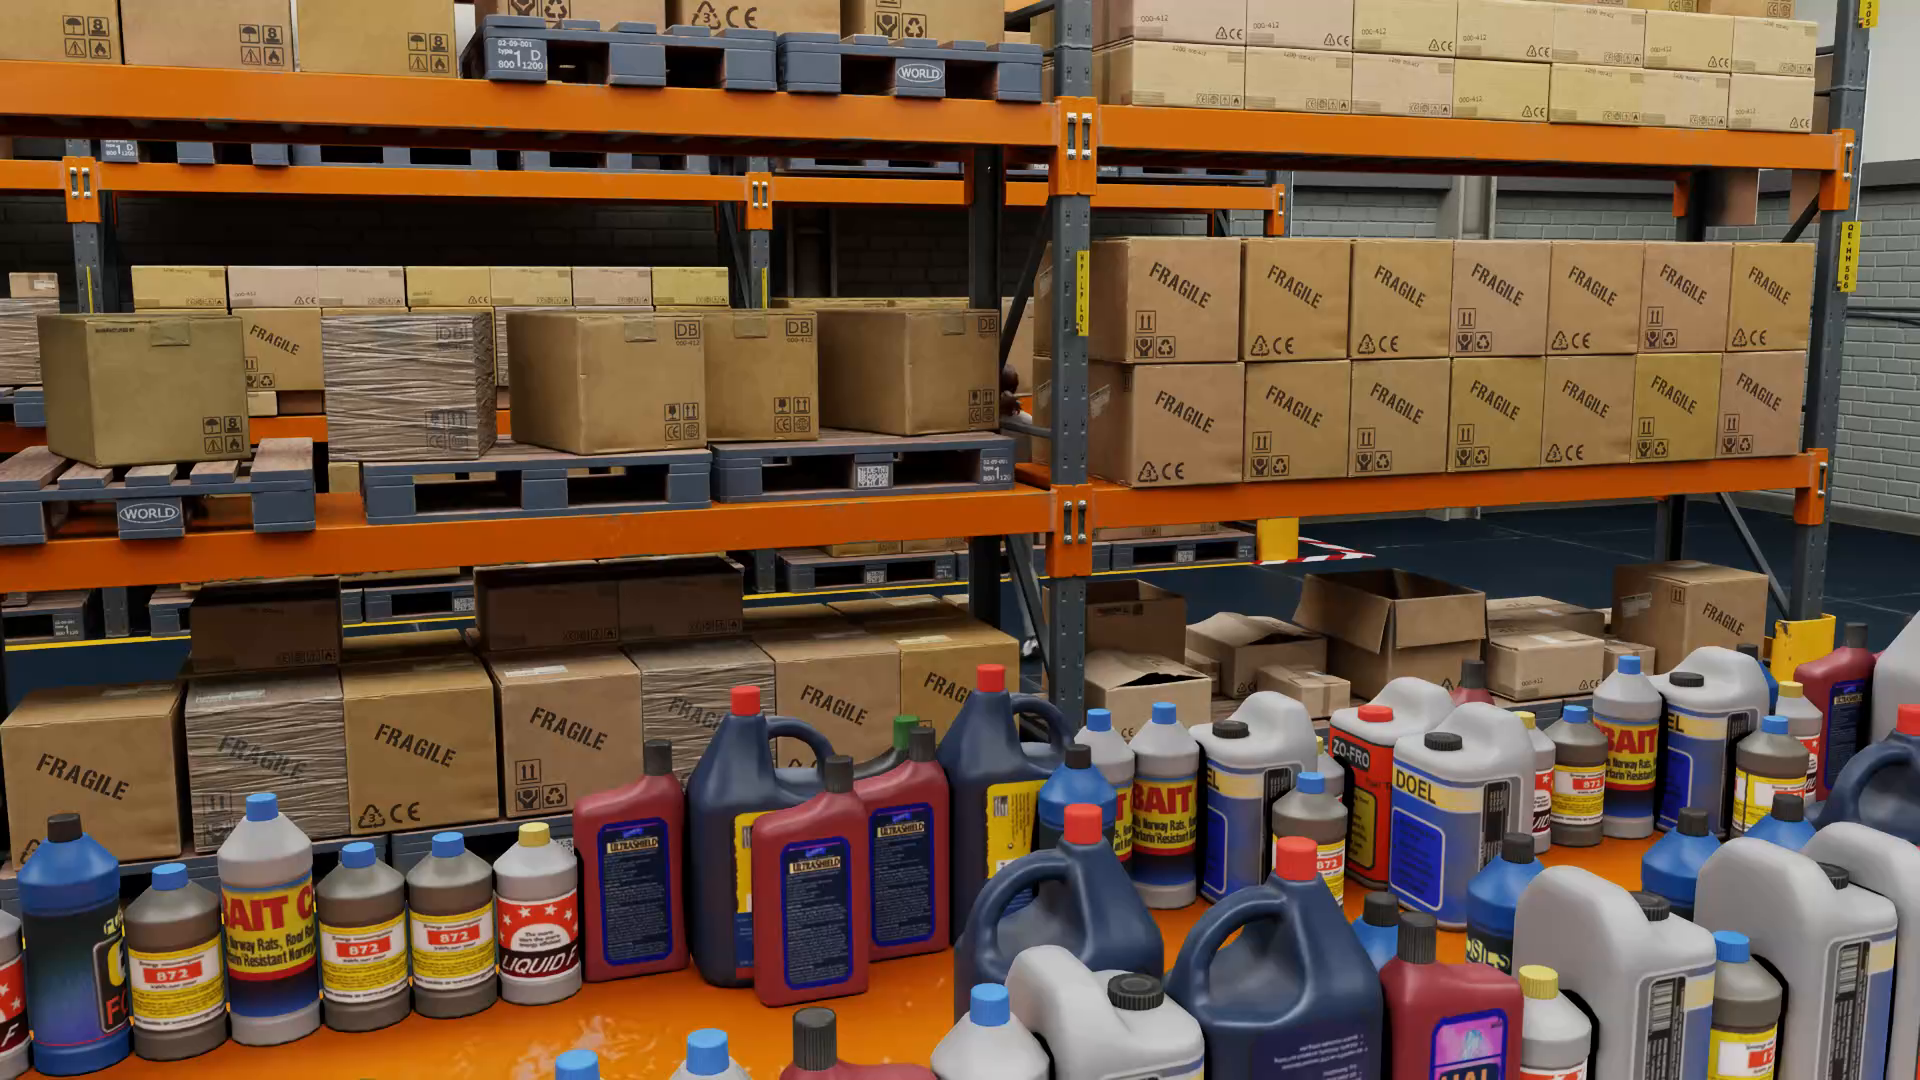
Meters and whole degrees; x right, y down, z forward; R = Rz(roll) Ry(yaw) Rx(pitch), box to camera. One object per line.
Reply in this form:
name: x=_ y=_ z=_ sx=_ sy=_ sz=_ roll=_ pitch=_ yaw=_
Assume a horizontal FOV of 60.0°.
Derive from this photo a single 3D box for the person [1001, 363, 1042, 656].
person: x=0.228 y=-0.167 z=9.437 sx=0.487 sy=1.680 sz=0.540 roll=-2 pitch=9 yaw=-14
